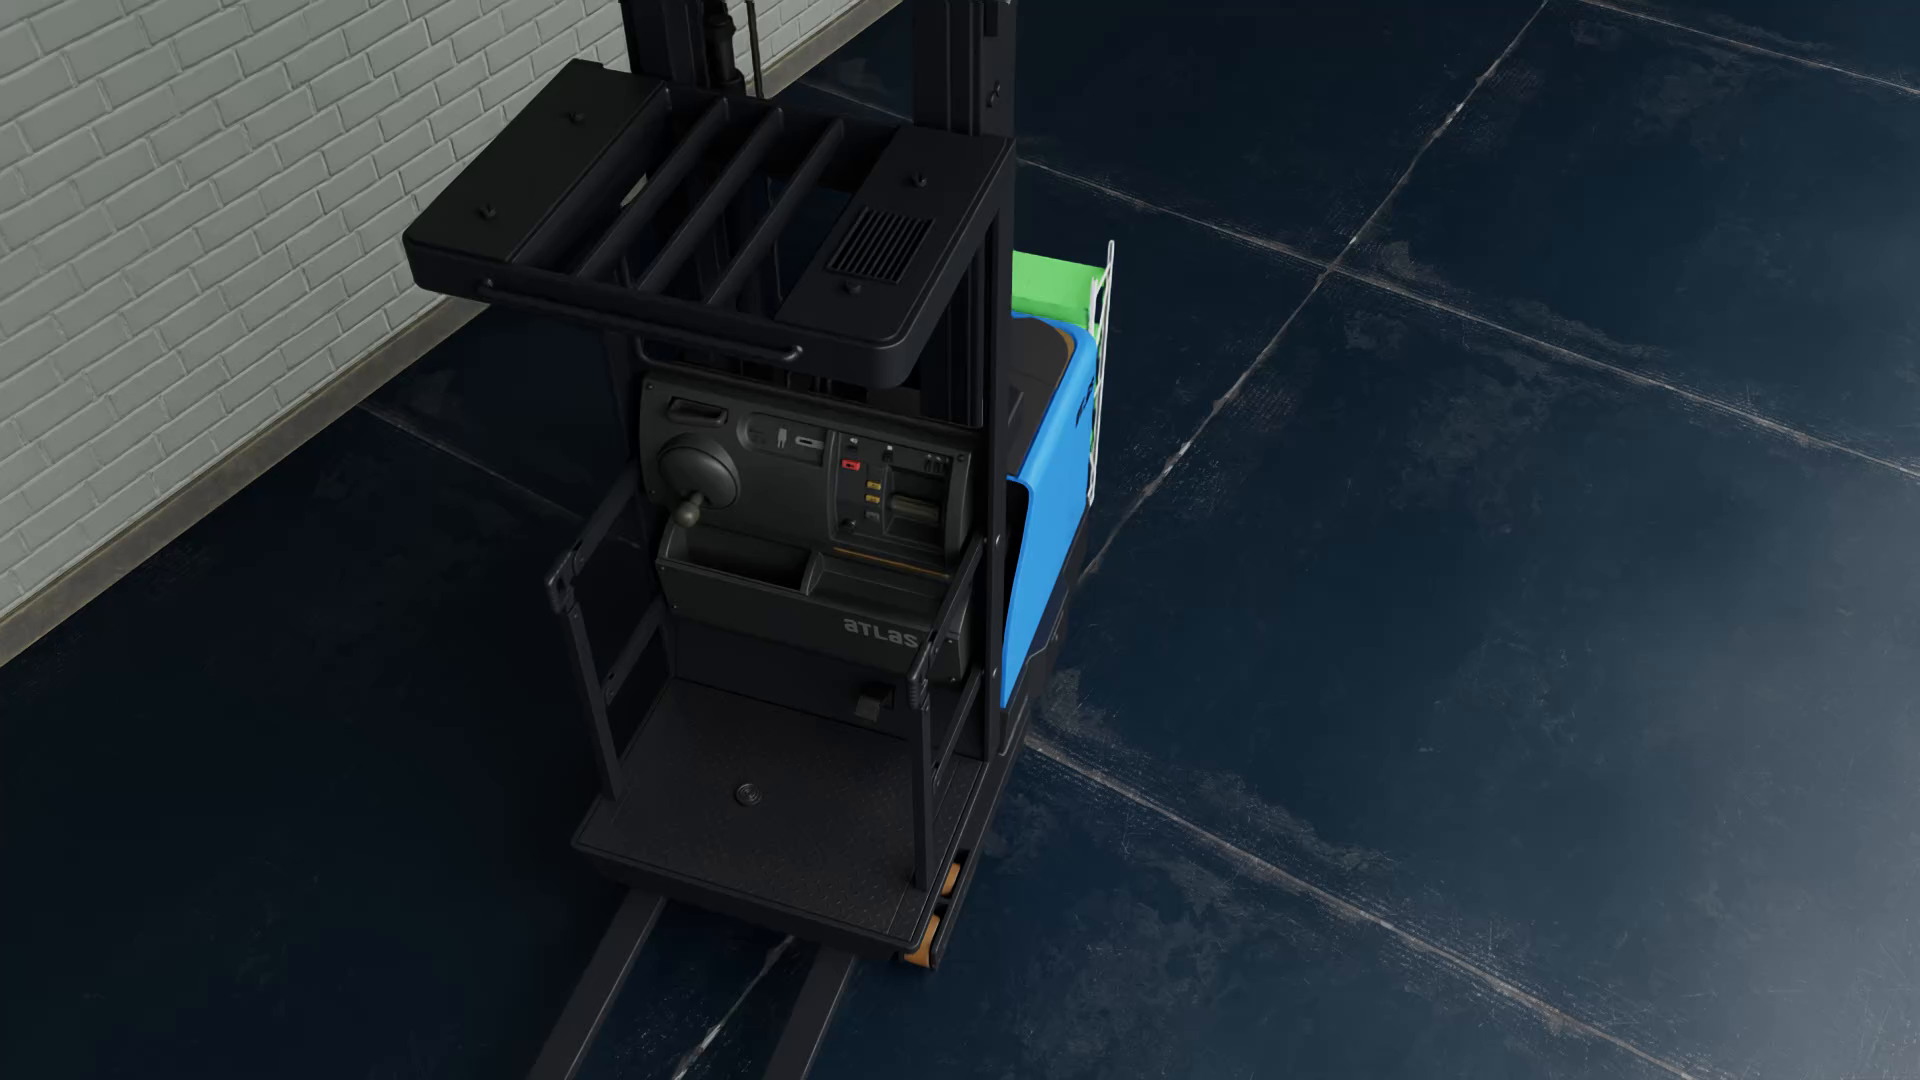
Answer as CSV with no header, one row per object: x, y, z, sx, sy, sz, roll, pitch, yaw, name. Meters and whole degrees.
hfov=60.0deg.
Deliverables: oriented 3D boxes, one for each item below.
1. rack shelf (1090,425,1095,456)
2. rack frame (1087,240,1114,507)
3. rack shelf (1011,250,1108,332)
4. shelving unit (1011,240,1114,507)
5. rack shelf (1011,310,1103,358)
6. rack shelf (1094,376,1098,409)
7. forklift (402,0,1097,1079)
0.239,-0.344,6.171,0.480,0.148,0.258,14,47,13,rack shelf
0.471,-0.500,5.899,0.015,1.200,0.240,14,47,13,rack frame
0.239,-0.846,5.655,0.480,0.148,0.258,14,47,13,rack shelf
0.239,-0.556,5.953,0.503,1.200,0.258,14,47,13,shelving unit
0.239,-0.678,5.827,0.480,0.148,0.258,14,47,13,rack shelf
0.239,-0.511,5.999,0.480,0.148,0.258,14,47,13,rack shelf
-0.487,-0.076,4.280,1.130,2.935,3.031,14,47,13,forklift
